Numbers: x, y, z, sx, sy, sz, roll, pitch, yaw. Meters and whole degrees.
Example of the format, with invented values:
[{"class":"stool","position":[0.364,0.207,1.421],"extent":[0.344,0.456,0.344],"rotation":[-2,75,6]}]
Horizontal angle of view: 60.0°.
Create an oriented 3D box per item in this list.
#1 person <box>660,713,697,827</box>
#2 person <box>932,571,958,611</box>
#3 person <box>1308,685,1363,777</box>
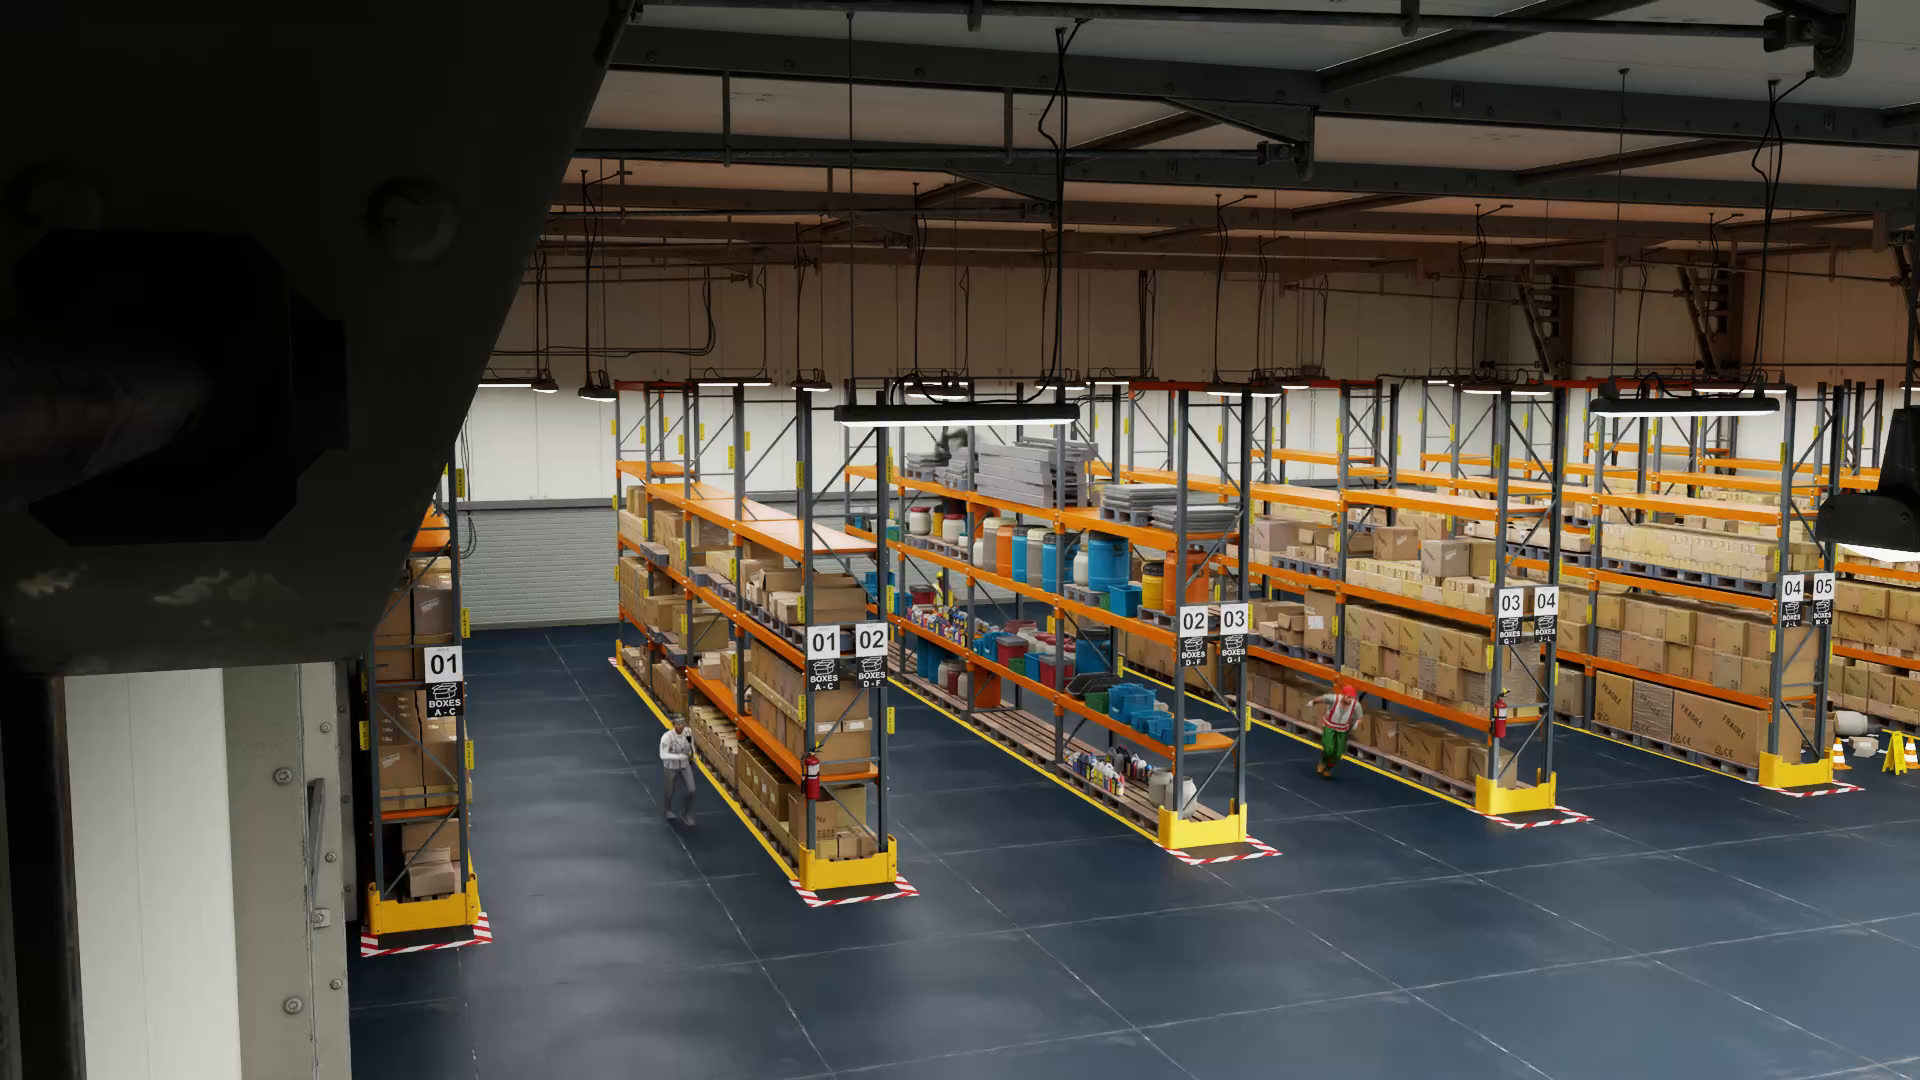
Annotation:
[{"class":"person","position":[-3.872,3.125,22.794],"extent":[0.583,1.626,0.915],"rotation":[-3,7,-27]},{"class":"person","position":[-0.368,1.547,37.162],"extent":[0.708,1.711,0.602],"rotation":[-5,8,-39]},{"class":"person","position":[5.710,2.894,25.184],"extent":[0.706,1.532,1.007],"rotation":[0,6,-1]}]
